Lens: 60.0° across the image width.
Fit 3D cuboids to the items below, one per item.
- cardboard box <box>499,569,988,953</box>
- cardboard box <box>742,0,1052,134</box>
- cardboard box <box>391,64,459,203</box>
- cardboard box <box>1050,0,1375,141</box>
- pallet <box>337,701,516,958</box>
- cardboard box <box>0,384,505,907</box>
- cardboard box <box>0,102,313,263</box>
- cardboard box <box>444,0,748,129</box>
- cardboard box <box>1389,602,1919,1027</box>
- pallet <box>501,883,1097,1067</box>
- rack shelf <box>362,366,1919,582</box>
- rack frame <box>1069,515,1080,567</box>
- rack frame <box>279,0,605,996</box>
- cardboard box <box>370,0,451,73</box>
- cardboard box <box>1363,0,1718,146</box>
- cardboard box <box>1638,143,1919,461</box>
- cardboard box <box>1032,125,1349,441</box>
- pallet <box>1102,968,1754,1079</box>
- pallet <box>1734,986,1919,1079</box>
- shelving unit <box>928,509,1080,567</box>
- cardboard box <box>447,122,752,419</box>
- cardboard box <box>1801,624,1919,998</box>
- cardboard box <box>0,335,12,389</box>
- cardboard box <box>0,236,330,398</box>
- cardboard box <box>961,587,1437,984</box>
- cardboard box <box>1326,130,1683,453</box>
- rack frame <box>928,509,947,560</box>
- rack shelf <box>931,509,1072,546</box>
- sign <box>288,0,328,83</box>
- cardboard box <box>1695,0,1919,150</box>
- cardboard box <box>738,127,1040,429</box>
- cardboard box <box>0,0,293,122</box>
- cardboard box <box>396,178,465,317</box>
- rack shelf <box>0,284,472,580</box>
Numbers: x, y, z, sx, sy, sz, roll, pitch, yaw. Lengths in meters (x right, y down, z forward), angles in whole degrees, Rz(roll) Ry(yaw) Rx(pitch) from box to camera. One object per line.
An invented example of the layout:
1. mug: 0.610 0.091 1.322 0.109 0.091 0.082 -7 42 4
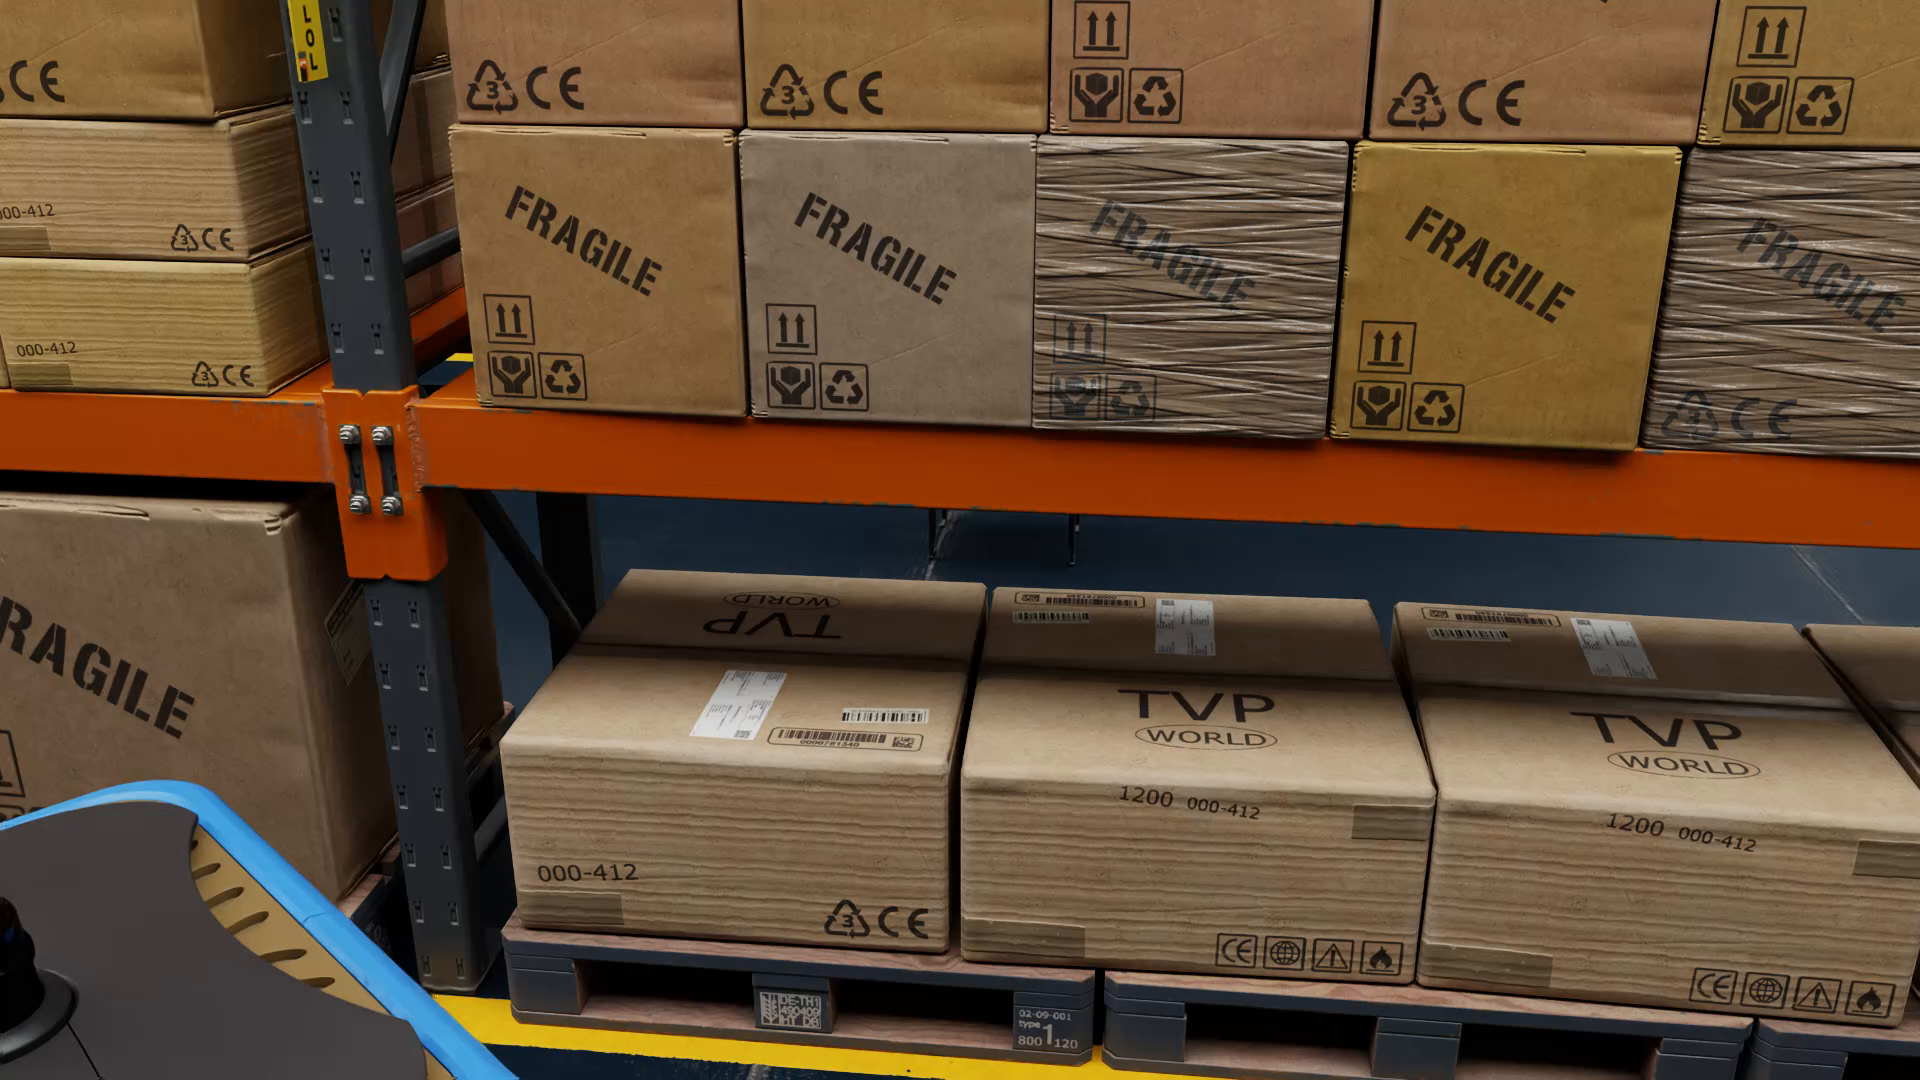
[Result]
1. cardboard box: -0.414 0.444 3.649 0.875 0.438 0.875 2 22 6
2. cardboard box: -0.080 -0.996 2.884 0.500 0.500 0.500 2 22 6
3. cardboard box: -1.429 -0.903 3.668 0.500 0.250 0.500 2 22 5
4. cardboard box: 0.428 -0.970 2.818 0.500 0.500 0.500 3 22 7
5. pallet: -1.800 0.673 3.951 1.213 0.211 1.003 2 22 6
6. cardboard box: -1.650 0.177 3.731 0.875 0.875 0.875 3 22 8
7. cardboard box: -1.491 -0.711 3.183 0.500 0.250 0.500 2 22 6
8. cardboard box: -0.581 -1.021 2.945 0.500 0.500 0.500 3 22 7
9. cardboard box: 1.370 0.523 3.452 0.875 0.438 0.875 3 22 8
10. pallet: -0.279 0.740 3.781 1.213 0.211 1.003 2 22 6
11. rack shelf: 0.961 -0.197 3.337 4.000 0.370 1.077 2 22 6
12. rack frame: 0.407 -0.959 5.509 0.015 2.100 0.400 2 22 6
13. rack frame: -1.025 -0.618 3.423 0.127 3.000 1.000 2 22 6
14. cardboard box: -1.428 -1.254 3.535 0.500 0.500 0.500 3 22 7
15. cardboard box: 0.928 -0.947 2.760 0.500 0.500 0.500 2 22 6
16. cardboard box: 1.428 -0.462 2.892 0.500 0.500 0.500 3 22 8
17. cardboard box: 0.402 -0.502 2.993 0.500 0.500 0.500 3 22 7
18. pallet: 0.936 0.792 3.649 1.213 0.211 1.003 2 22 6
19. pallet: 2.144 0.846 3.513 1.213 0.211 1.003 2 22 6
20. shelving unit: 0.164 -0.969 5.536 0.503 2.100 0.431 2 22 6
21. cardboard box: -0.590 -0.549 3.112 0.500 0.500 0.500 3 22 8
22. cardboard box: 2.280 0.559 3.359 0.875 0.438 0.875 2 22 4
23. cardboard box: -2.006 -0.498 3.324 0.500 0.250 0.500 2 22 6
24. cardboard box: -1.500 -0.476 3.267 0.500 0.250 0.500 2 22 5
25. cardboard box: 0.475 0.483 3.552 0.875 0.438 0.875 2 22 5
26. cardboard box: 0.914 -0.479 2.936 0.500 0.500 0.500 3 22 8
27. rack frame: -0.078 -0.980 5.562 0.015 2.100 0.400 2 22 6
28. rack shelf: 0.164 -0.306 5.798 0.480 0.518 0.431 2 22 6
29. sign: -1.079 -0.921 2.723 0.005 0.325 0.100 2 22 6
30. cardboard box: 1.427 -0.925 2.703 0.500 0.500 0.500 2 22 6
31. cardboard box: -0.091 -0.525 3.053 0.500 0.500 0.500 3 22 7
32. cardboard box: -1.498 -1.057 3.038 0.500 0.500 0.500 3 22 8
33. cardboard box: -1.431 -0.664 3.743 0.500 0.250 0.500 2 22 5
34. rack shelf: -3.011 -0.370 3.774 4.000 0.370 1.077 2 22 6
